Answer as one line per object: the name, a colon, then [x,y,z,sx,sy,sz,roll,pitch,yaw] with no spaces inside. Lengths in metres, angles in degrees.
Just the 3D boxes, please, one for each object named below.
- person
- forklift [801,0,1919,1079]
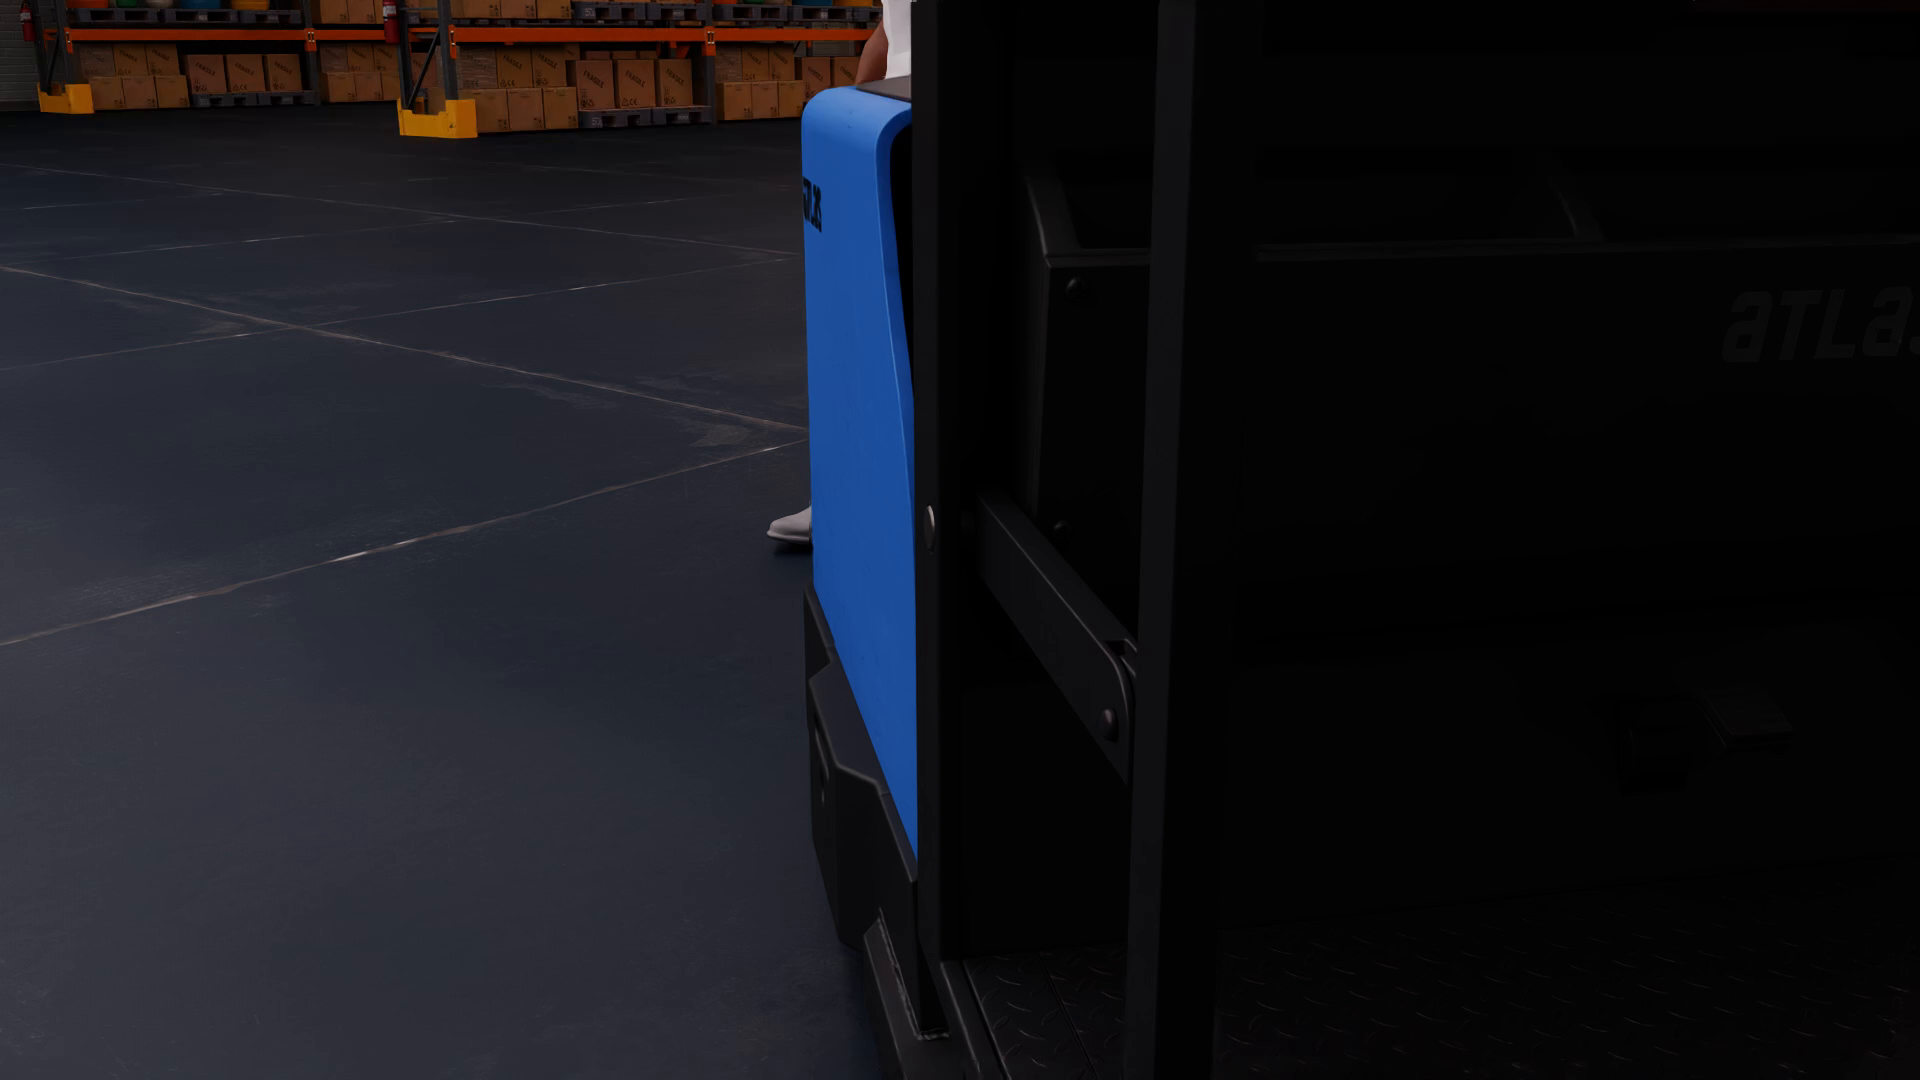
person: [-0.049,-0.838,3.636,0.666,1.765,0.577,13,21,37]
forklift: [0.552,-0.659,1.066,1.130,2.935,3.031,-3,17,-11]
